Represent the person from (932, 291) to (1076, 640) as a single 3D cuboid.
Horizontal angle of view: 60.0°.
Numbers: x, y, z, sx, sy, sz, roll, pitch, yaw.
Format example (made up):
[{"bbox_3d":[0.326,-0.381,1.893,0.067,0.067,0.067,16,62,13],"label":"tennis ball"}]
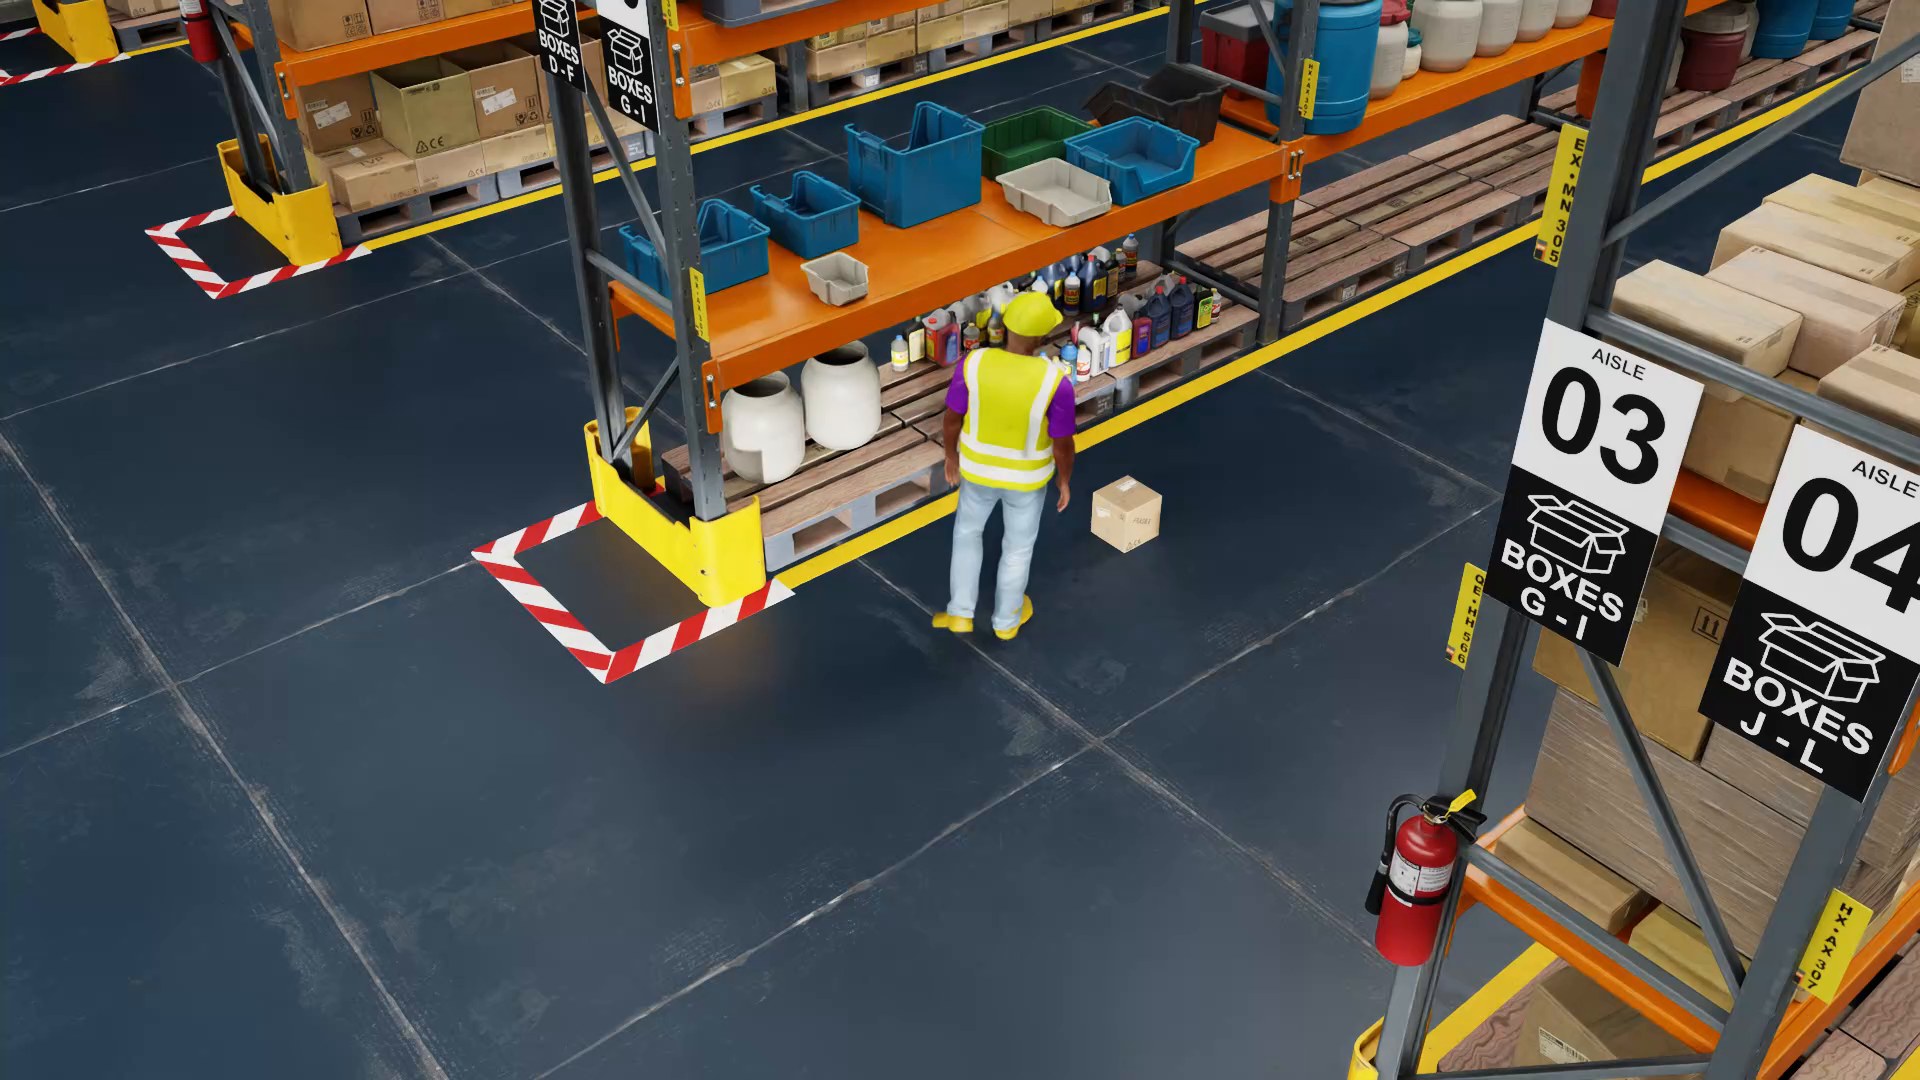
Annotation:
[{"bbox_3d":[0.194,-0.262,7.406,0.610,1.765,0.554,9,37,13],"label":"person"}]
